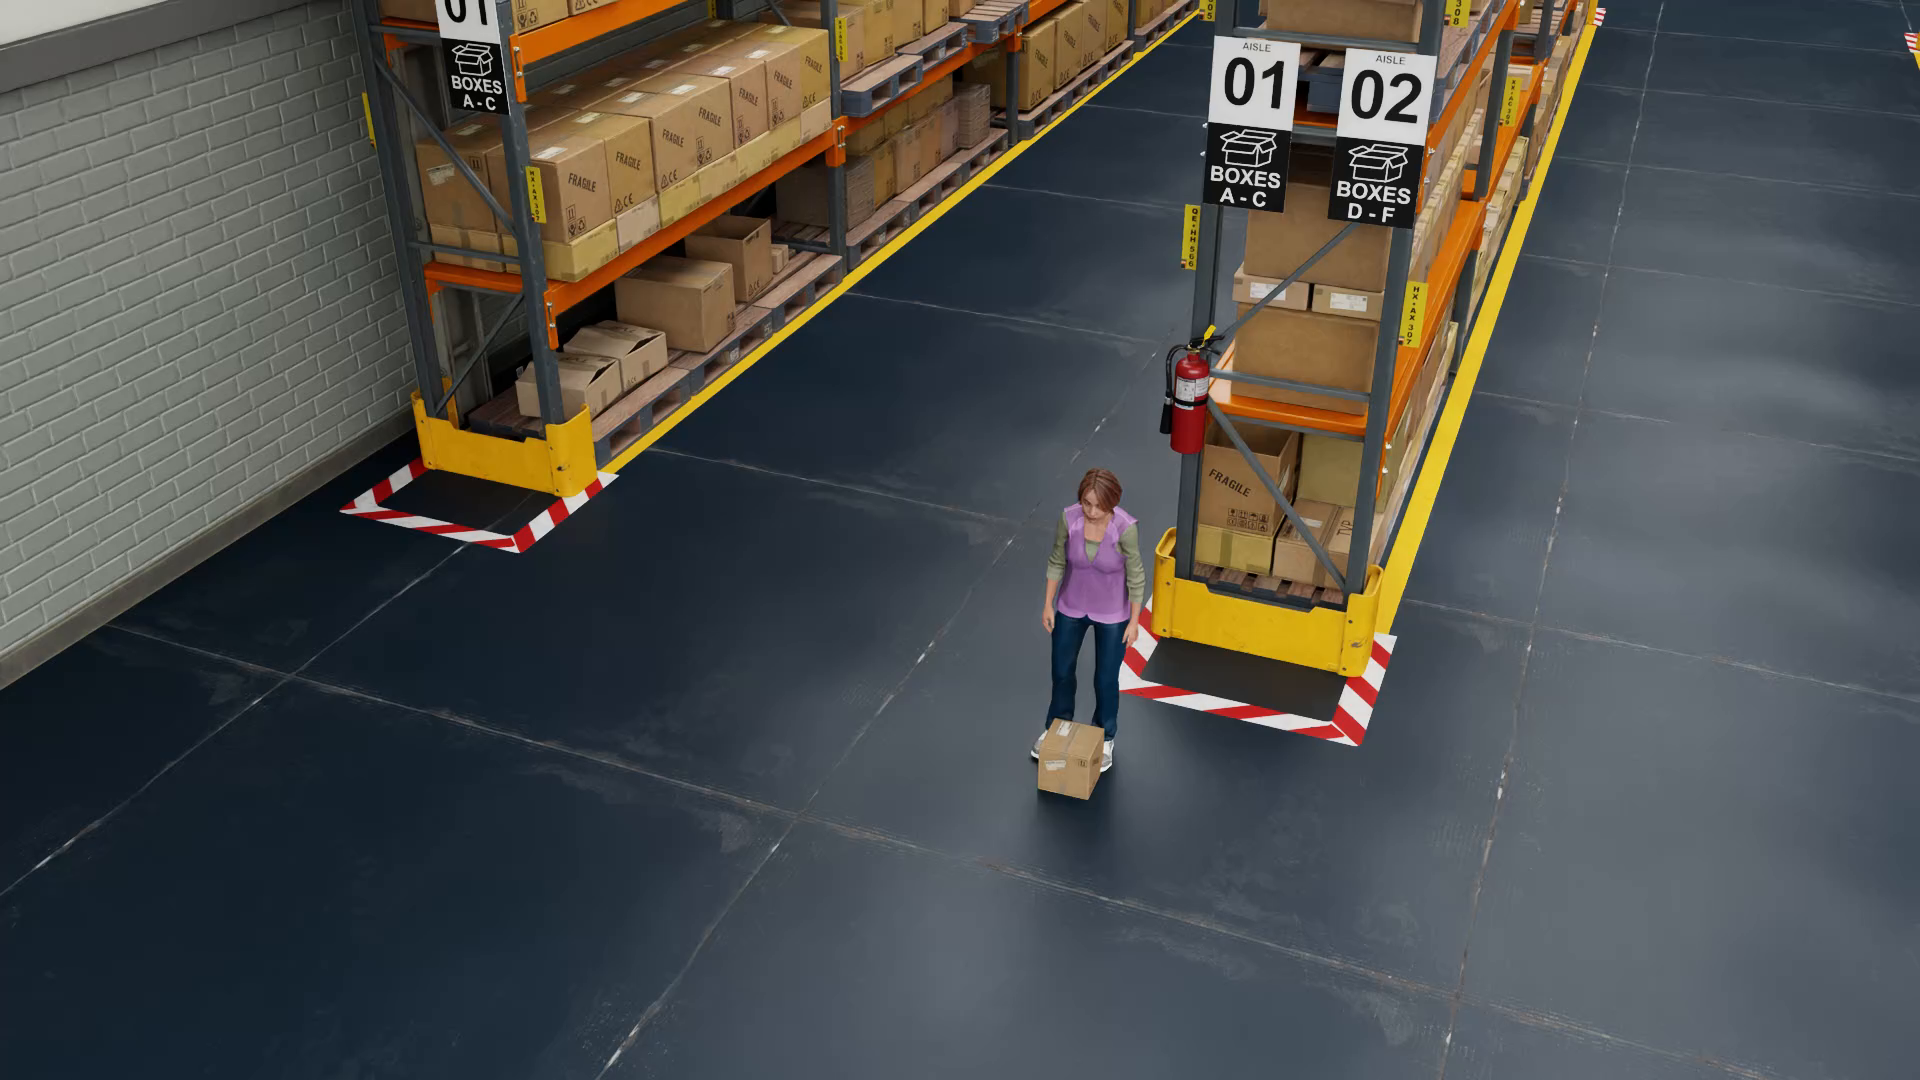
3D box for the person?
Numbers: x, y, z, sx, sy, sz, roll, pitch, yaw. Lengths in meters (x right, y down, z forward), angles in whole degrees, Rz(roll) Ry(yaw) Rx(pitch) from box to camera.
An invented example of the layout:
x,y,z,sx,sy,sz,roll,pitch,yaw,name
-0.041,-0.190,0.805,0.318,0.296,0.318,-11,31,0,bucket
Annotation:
x,y,z,sx,sy,sz,roll,pitch,yaw,name
0.615,0.352,7.787,0.483,1.594,0.341,10,32,17,person
